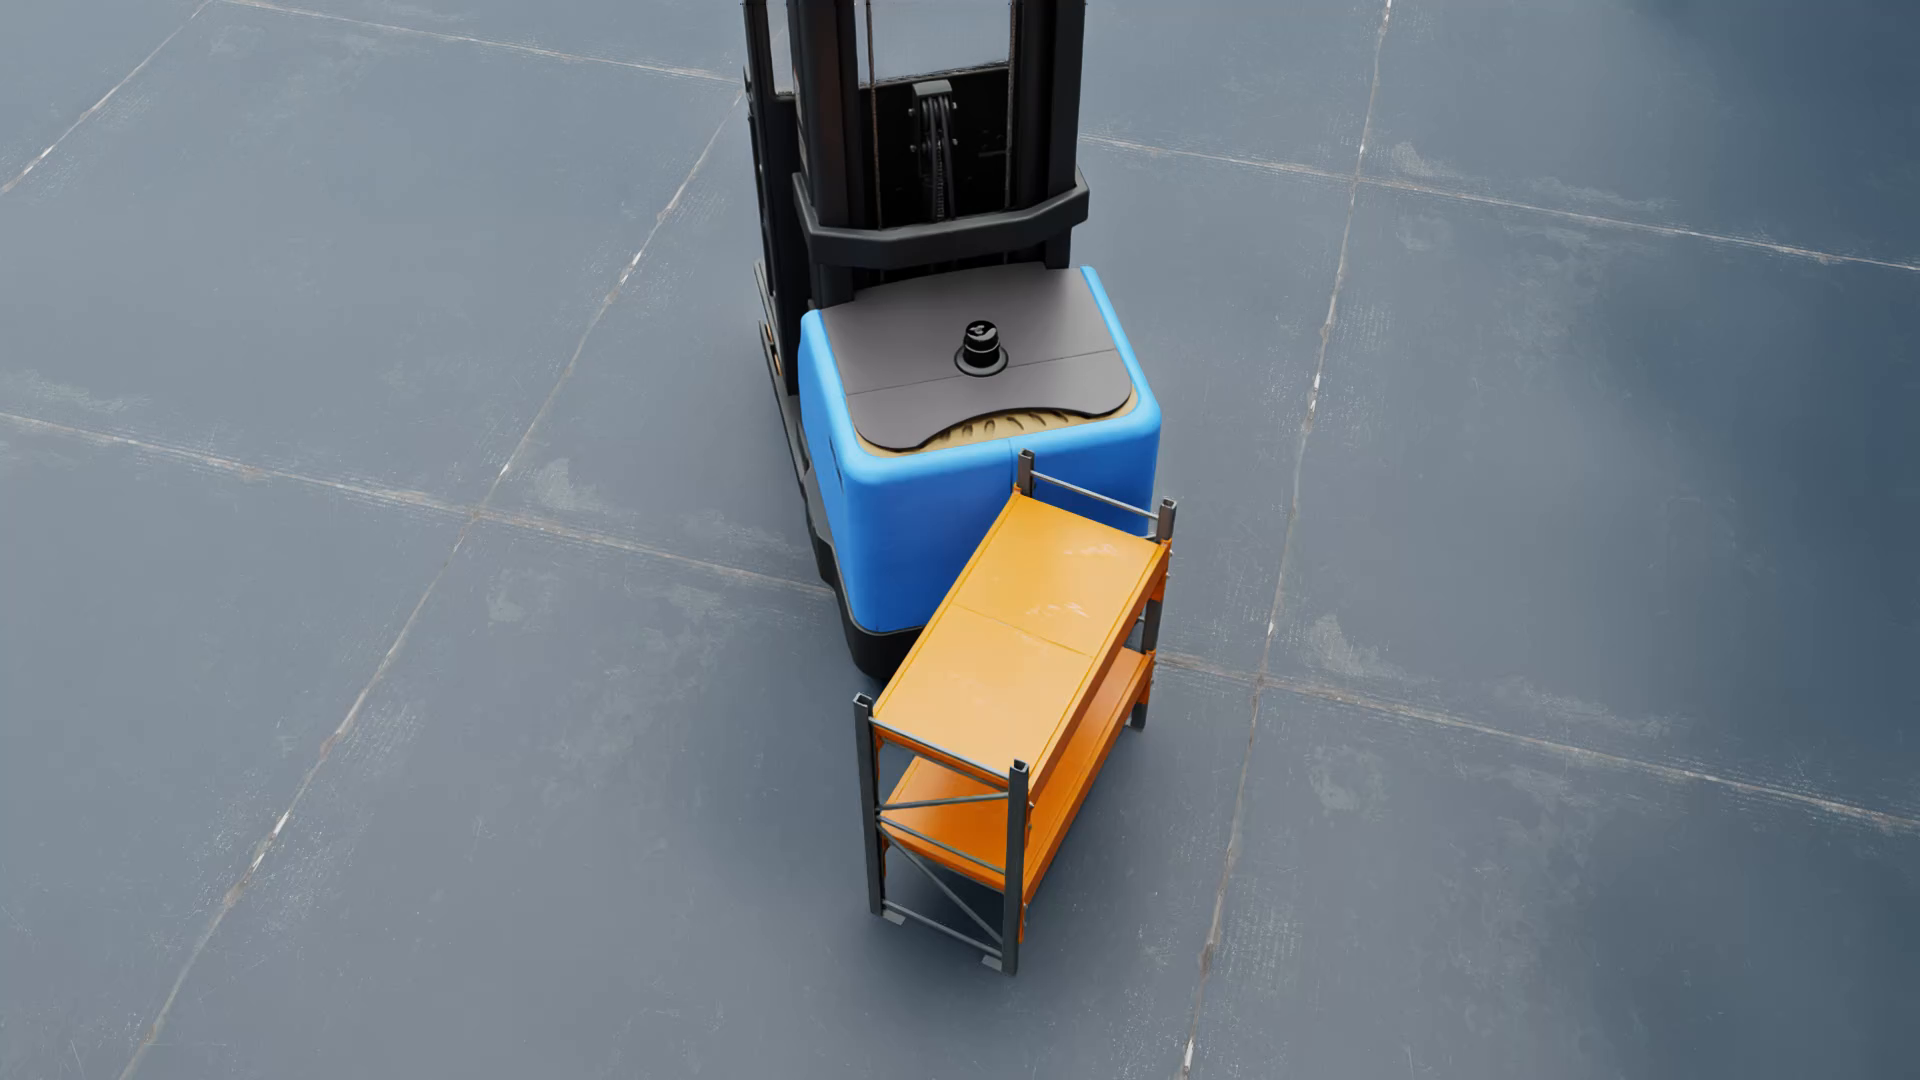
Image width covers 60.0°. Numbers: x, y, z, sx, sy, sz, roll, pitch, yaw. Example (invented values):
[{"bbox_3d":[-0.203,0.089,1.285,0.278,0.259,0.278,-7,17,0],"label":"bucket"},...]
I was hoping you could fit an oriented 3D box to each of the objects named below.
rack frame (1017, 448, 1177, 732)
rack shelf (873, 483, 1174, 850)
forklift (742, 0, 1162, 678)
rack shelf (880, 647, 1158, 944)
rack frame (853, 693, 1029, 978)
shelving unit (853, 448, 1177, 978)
[{"bbox_3d":[0.403,0.189,5.333,0.500,1.125,0.032,21,52,17],"label":"rack frame"},{"bbox_3d":[0.175,0.336,4.813,0.538,0.278,1.000,21,52,17],"label":"rack shelf"},{"bbox_3d":[-0.203,-1.625,5.729,1.130,2.935,3.031,-11,49,-9],"label":"forklift"},{"bbox_3d":[0.175,0.691,5.216,0.538,0.278,1.000,21,52,17],"label":"rack shelf"},{"bbox_3d":[-0.052,0.870,4.732,0.500,1.125,0.032,21,52,17],"label":"rack frame"},{"bbox_3d":[0.175,0.529,5.033,0.538,1.125,1.048,21,52,17],"label":"shelving unit"}]
